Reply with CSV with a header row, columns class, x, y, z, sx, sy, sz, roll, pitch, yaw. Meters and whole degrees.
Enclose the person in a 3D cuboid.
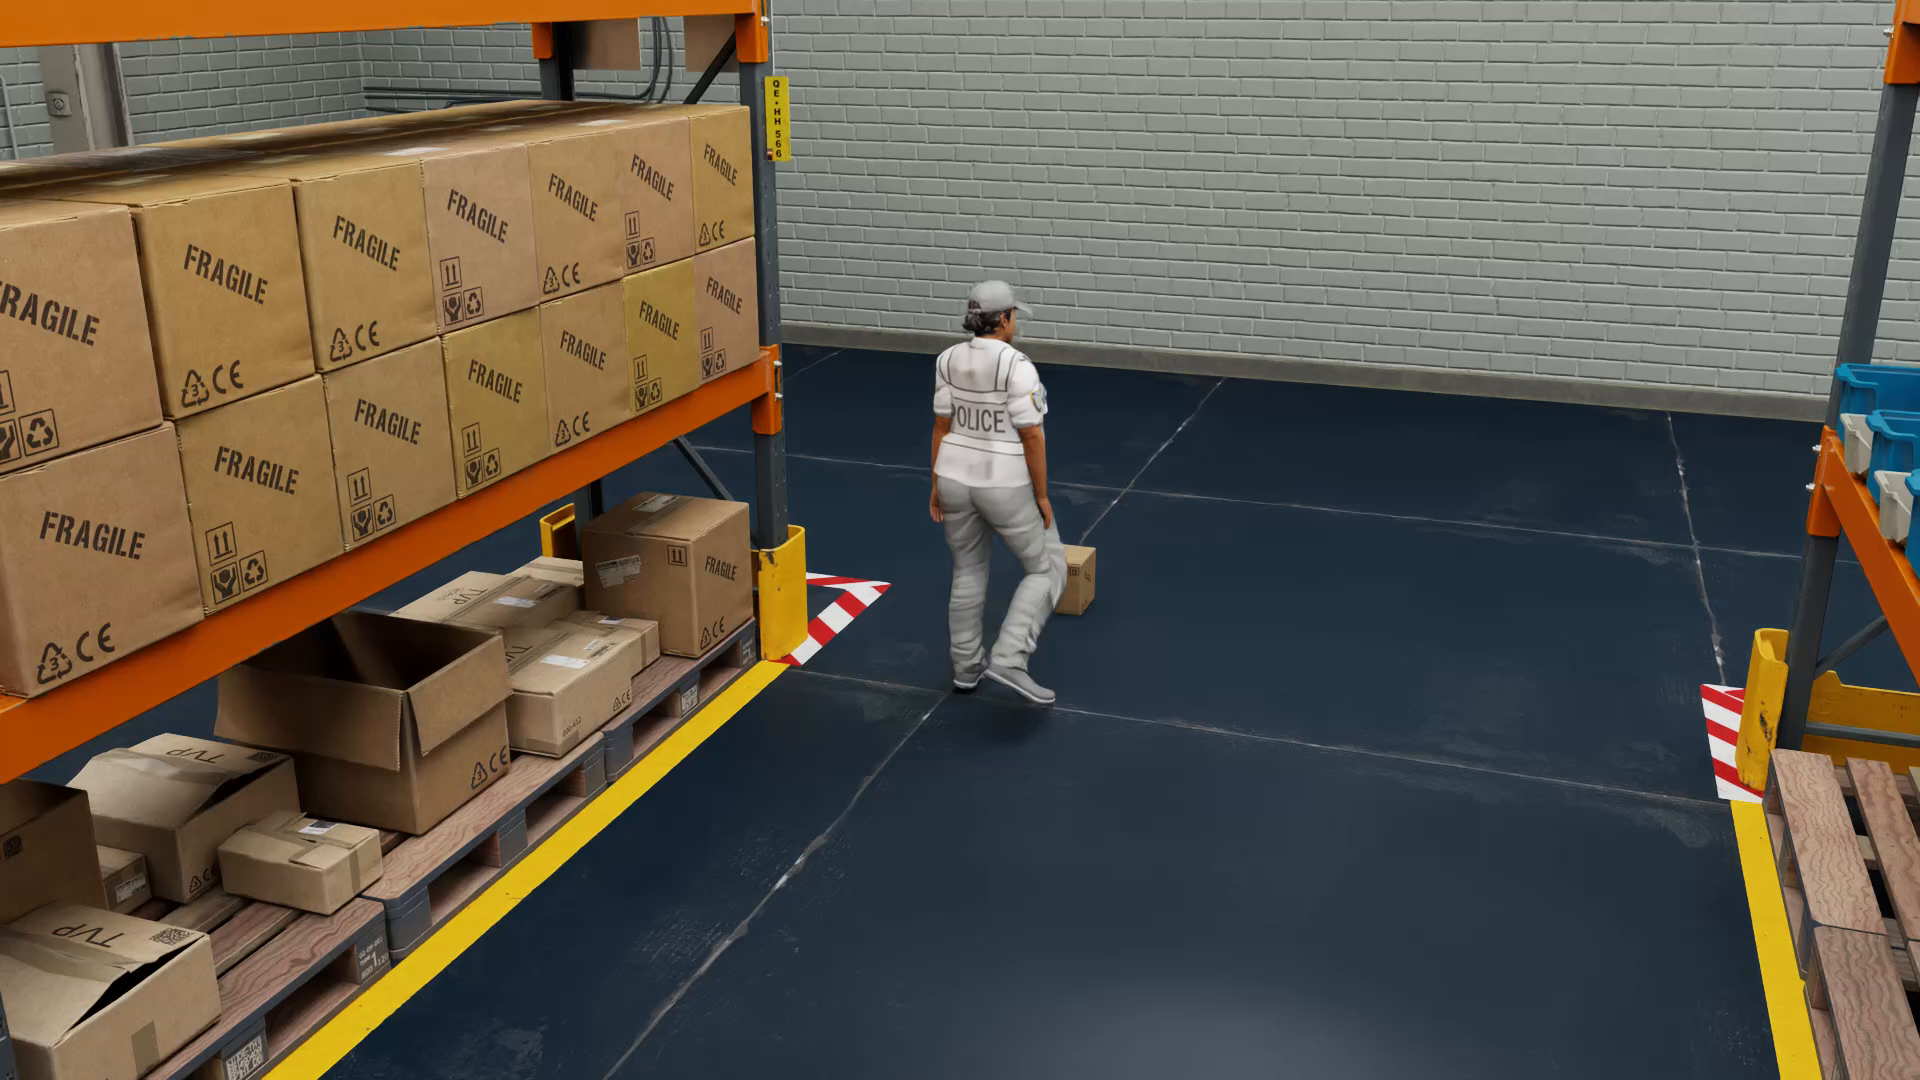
class,x,y,z,sx,sy,sz,roll,pitch,yaw
person,0.162,-0.176,6.552,0.657,1.656,0.532,13,22,33
